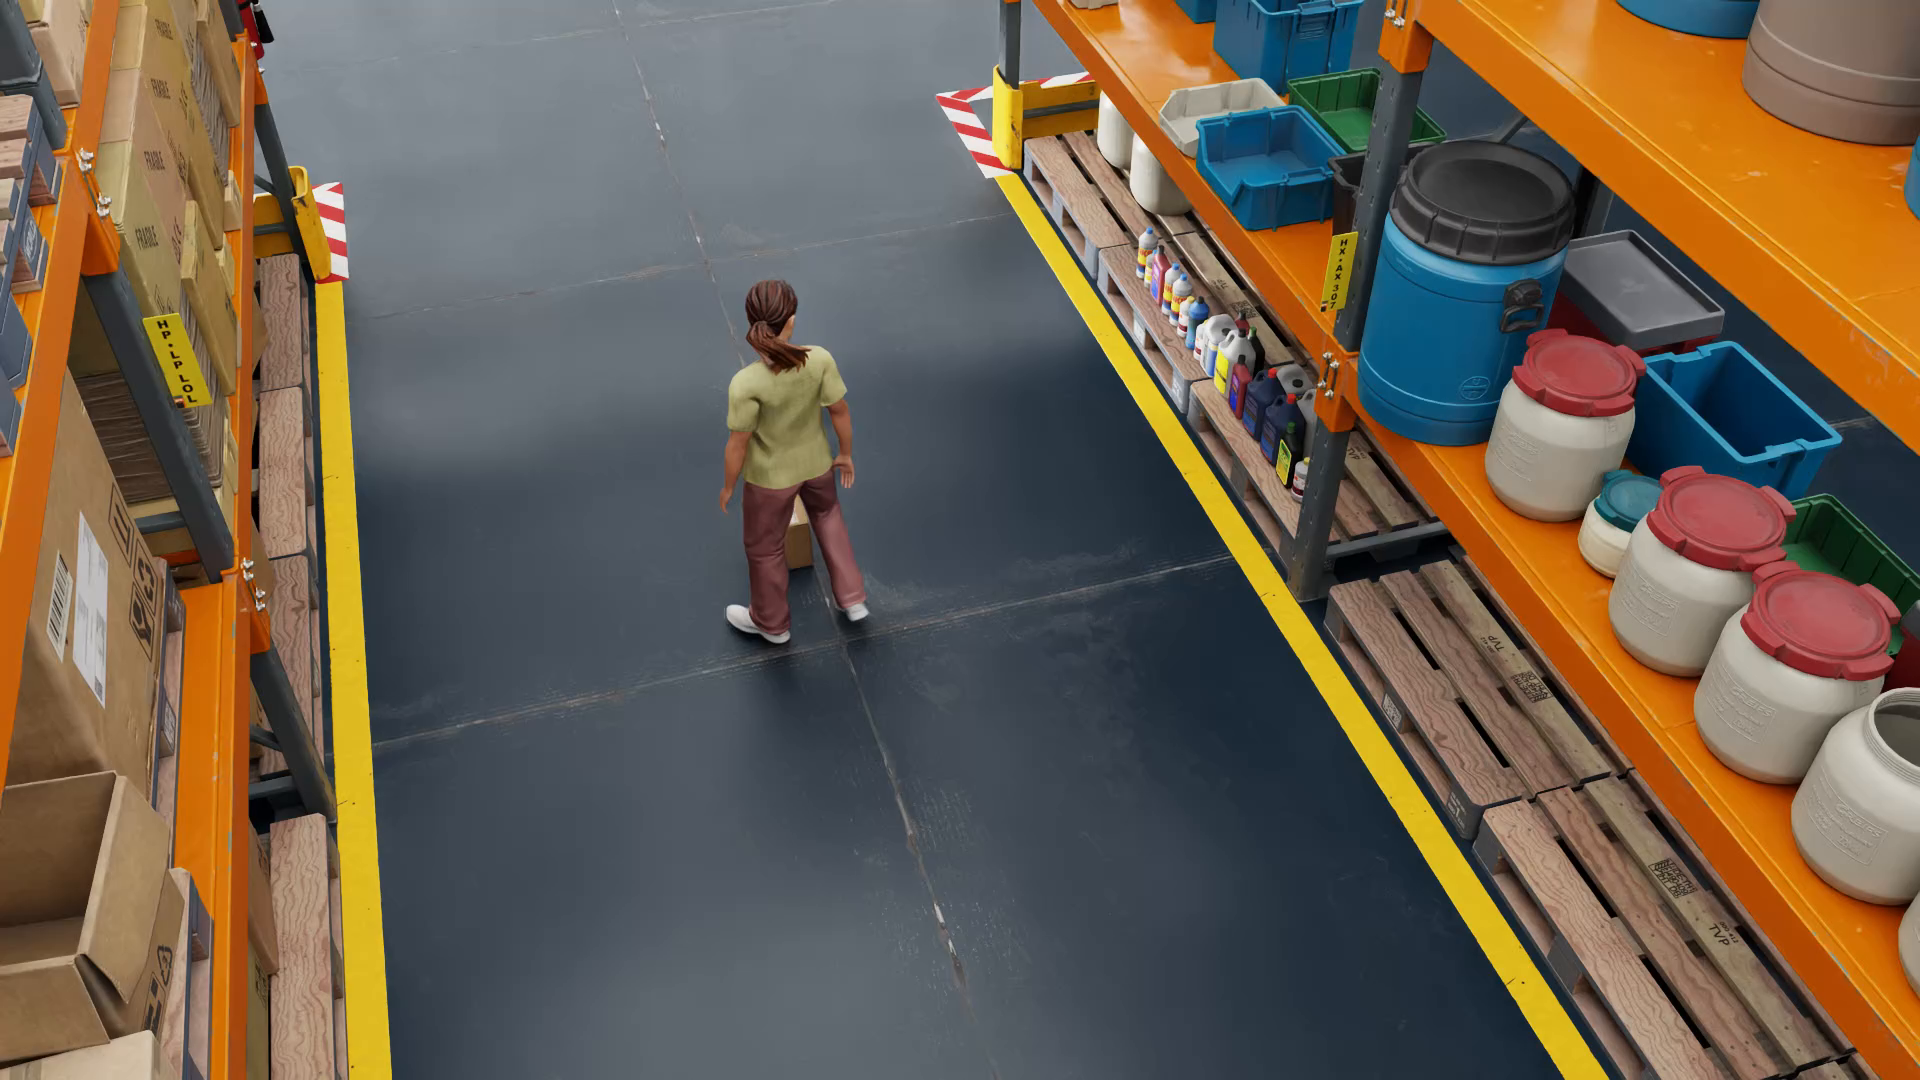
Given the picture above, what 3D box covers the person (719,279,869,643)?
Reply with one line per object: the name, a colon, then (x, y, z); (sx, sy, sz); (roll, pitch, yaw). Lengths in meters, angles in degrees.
person: (-0.669, -0.246, 6.438); (0.549, 1.633, 0.457); (-25, 48, -25)
